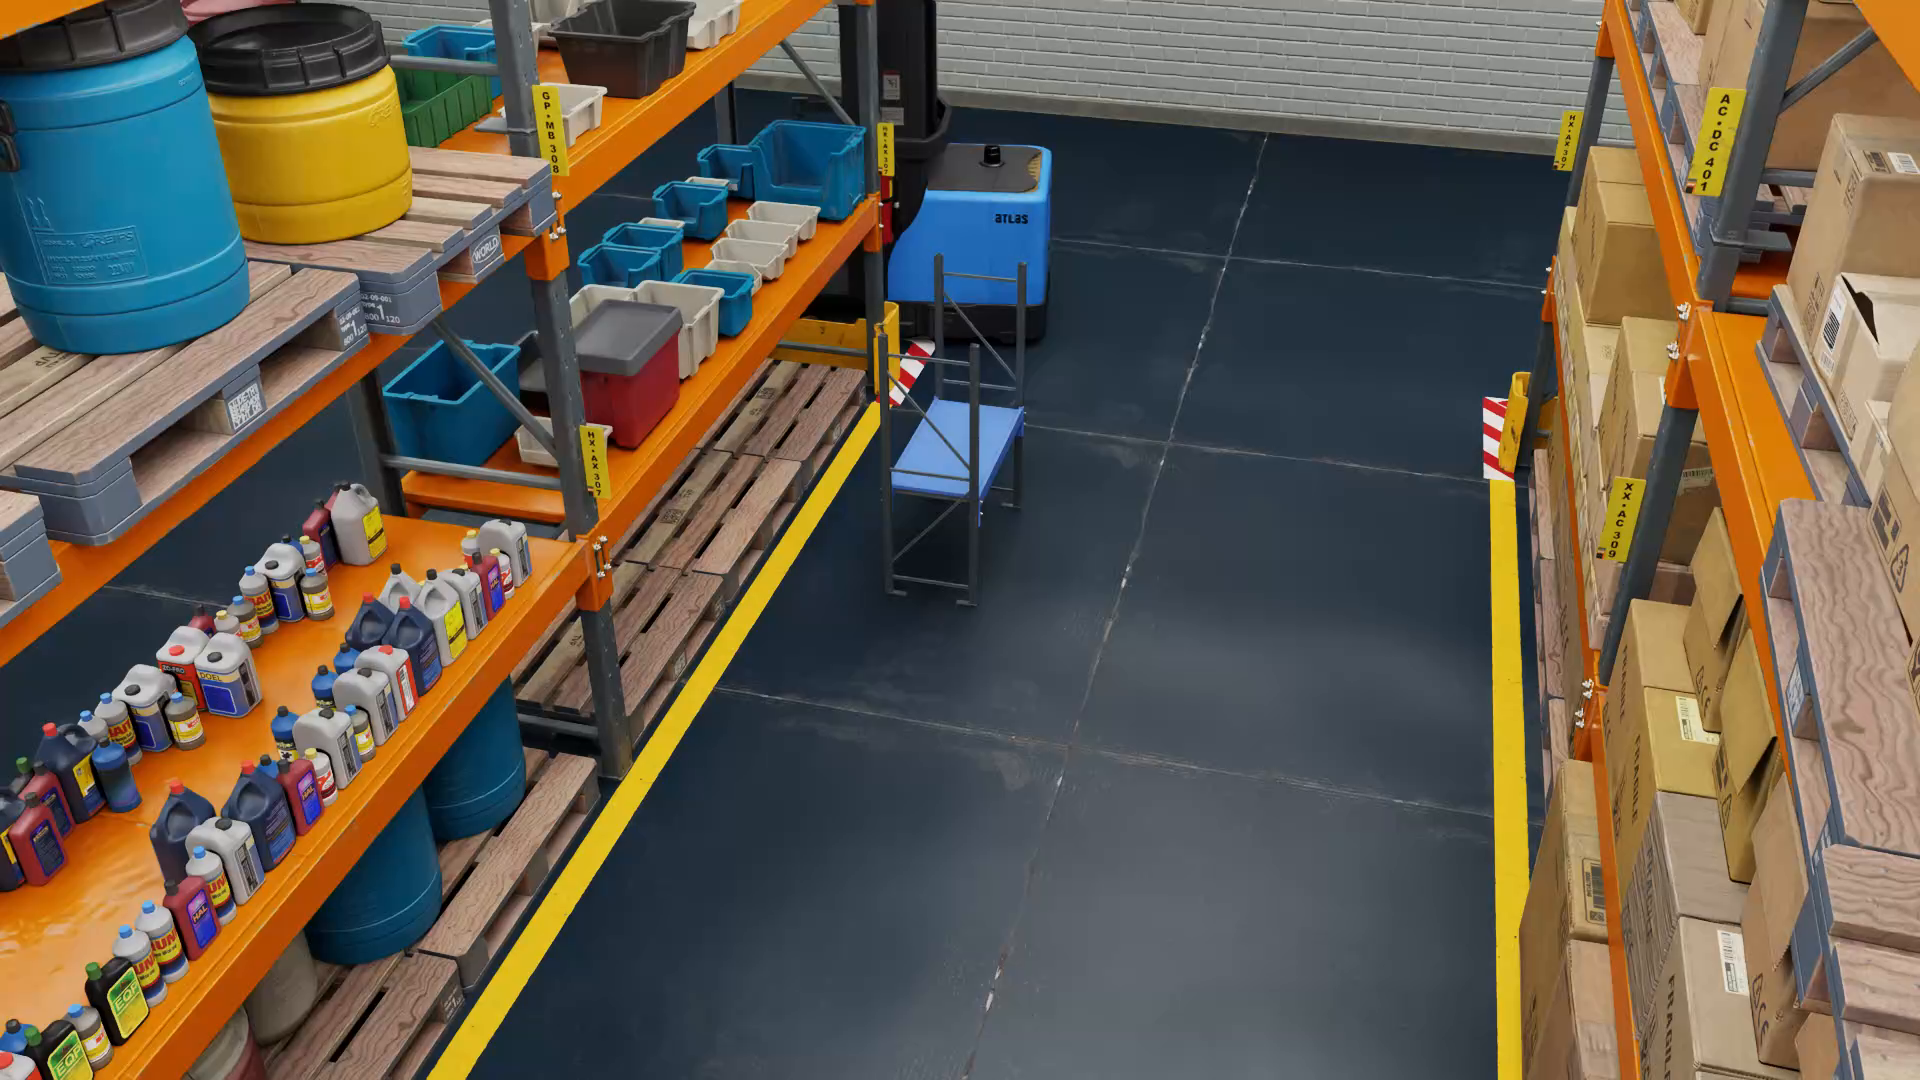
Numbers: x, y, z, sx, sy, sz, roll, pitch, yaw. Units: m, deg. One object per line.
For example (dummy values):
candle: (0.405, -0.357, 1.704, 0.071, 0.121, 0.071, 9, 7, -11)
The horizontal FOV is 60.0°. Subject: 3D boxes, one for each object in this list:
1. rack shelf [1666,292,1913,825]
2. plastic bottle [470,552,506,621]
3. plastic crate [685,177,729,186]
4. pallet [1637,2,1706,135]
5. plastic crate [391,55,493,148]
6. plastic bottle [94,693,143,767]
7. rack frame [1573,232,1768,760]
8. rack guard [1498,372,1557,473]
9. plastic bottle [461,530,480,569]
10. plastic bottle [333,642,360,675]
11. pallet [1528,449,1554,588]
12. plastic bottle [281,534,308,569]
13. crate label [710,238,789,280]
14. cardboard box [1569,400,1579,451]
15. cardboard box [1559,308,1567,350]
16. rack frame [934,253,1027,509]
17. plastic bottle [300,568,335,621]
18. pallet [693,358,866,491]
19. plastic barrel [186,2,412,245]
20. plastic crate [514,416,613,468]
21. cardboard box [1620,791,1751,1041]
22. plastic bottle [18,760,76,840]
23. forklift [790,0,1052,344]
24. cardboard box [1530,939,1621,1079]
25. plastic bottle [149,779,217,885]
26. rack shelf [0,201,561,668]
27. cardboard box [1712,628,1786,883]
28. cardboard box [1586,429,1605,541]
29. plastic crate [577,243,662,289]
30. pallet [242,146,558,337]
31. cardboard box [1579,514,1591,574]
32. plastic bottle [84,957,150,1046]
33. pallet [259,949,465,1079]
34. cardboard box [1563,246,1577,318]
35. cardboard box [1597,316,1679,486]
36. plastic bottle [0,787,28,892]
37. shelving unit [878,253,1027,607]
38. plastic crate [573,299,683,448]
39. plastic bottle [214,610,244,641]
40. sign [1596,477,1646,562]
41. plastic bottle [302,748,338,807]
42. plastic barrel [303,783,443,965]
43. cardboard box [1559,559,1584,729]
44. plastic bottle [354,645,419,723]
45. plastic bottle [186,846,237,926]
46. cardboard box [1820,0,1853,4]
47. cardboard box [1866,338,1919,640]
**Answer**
rack shelf: (2.287, 0.480, 3.573, 1.077, 0.370, 4.000, 8, 33, 12)
plastic bottle: (-1.798, 0.154, 6.320, 0.061, 0.283, 0.133, 8, 33, 12)
plastic crate: (-1.524, -2.021, 9.823, 0.250, 0.136, 0.298, 8, 33, 12)
pallet: (3.324, -1.878, 6.695, 1.003, 0.211, 1.213, 8, 33, 12)
plastic crate: (-2.181, -1.707, 6.541, 0.450, 0.188, 0.662, 8, 33, 12)
plastic bottle: (-2.832, 0.630, 5.583, 0.097, 0.271, 0.097, 0, 32, 0)
rack frame: (2.794, 0.405, 5.817, 1.000, 3.000, 0.127, 8, 33, 12)
rack guard: (3.816, -0.629, 9.773, 1.175, 0.500, 0.348, 8, 33, 12)
plastic bottle: (-1.909, 0.055, 6.552, 0.097, 0.201, 0.097, 0, 32, 0)
plastic bottle: (-2.130, 0.477, 5.823, 0.097, 0.271, 0.097, 0, 32, 0)
pallet: (3.682, -0.069, 9.161, 1.003, 0.211, 1.213, 8, 33, 12)
plastic bottle: (-2.572, 0.099, 6.418, 0.097, 0.271, 0.097, 0, 32, 0)
crate label: (-1.148, -1.515, 9.027, 0.396, 0.136, 0.243, 8, 33, 12)
cardboard box: (2.946, -0.491, 7.461, 0.380, 0.149, 0.250, 9, 33, 13)
cardboard box: (3.207, -1.024, 8.299, 0.380, 0.149, 0.250, 8, 33, 12)
rack frame: (0.107, -0.852, 9.193, 0.500, 1.500, 0.032, 8, 33, 12)
plastic bottle: (-2.450, 0.200, 6.325, 0.097, 0.201, 0.097, 0, 32, 0)
pallet: (-1.228, -0.746, 10.227, 1.003, 0.211, 1.213, 8, 33, 12)
plastic barrel: (-2.032, -1.291, 5.122, 0.600, 0.588, 0.600, 0, 32, 0)
plastic crate: (-1.740, -0.406, 7.282, 0.396, 0.136, 0.243, 8, 33, 12)
cardboard box: (2.182, 1.088, 4.650, 0.500, 0.500, 0.500, 7, 33, 11)
plastic bottle: (-2.892, 0.837, 5.246, 0.061, 0.283, 0.133, 8, 33, 12)
forklift: (-0.895, -2.886, 11.058, 3.031, 2.935, 1.130, 3, 33, 4)
cardboard box: (2.425, 1.923, 5.019, 1.225, 0.875, 0.875, 7, 33, 11)
plastic bottle: (-2.374, 0.893, 5.095, 0.144, 0.351, 0.185, 8, 33, 12)
rack shelf: (-2.504, -0.194, 4.634, 1.077, 0.370, 4.000, 8, 33, 12)
cardboard box: (2.455, 0.626, 4.441, 0.797, 0.503, 0.637, 8, 33, 13)
cardboard box: (2.782, -0.191, 6.617, 0.500, 0.250, 0.500, 9, 34, 14)
plastic crate: (-1.773, -1.378, 8.721, 0.416, 0.233, 0.300, 8, 33, 12)
pallet: (-2.101, -1.036, 5.463, 1.213, 0.211, 1.003, 8, 33, 12)
cardboard box: (2.685, 0.041, 6.624, 0.380, 0.149, 0.250, 7, 33, 12)
plastic bottle: (-2.335, 1.252, 4.594, 0.061, 0.283, 0.133, 8, 33, 12)
pallet: (-2.540, 1.937, 6.006, 1.003, 0.211, 1.213, 8, 33, 12)
cardboard box: (3.301, -1.250, 8.283, 0.500, 0.250, 0.500, 8, 33, 12)
cardboard box: (2.784, -0.508, 6.417, 0.500, 0.500, 0.500, 8, 33, 13)
plastic bottle: (-2.951, 0.889, 5.102, 0.144, 0.351, 0.185, 8, 33, 12)
shelving unit: (-0.022, -0.589, 8.778, 0.538, 1.500, 1.048, 8, 33, 12)
plastic crate: (-1.527, -0.751, 7.520, 0.402, 0.464, 0.583, 8, 33, 12)
plastic bottle: (-2.681, 0.350, 6.089, 0.097, 0.201, 0.097, 0, 32, 0)
sign: (2.257, -0.069, 5.682, 0.100, 0.325, 0.005, 8, 33, 12)
plastic bottle: (-2.100, 0.768, 5.431, 0.097, 0.201, 0.097, 0, 32, 0)
plastic barrel: (-2.331, 1.086, 6.310, 0.600, 0.901, 0.708, 8, 33, 12)
cardboard box: (3.268, 0.325, 7.531, 0.875, 0.875, 0.875, 8, 33, 12)
plastic bottle: (-2.004, 0.483, 5.811, 0.152, 0.276, 0.135, 8, 33, 12)
plastic bottle: (-2.240, 1.024, 4.963, 0.097, 0.271, 0.097, 0, 32, 0)
cardboard box: (3.039, -1.926, 5.412, 0.500, 0.250, 0.500, 6, 33, 9)
cardboard box: (2.277, -0.069, 3.279, 0.797, 0.503, 0.637, 8, 33, 12)
